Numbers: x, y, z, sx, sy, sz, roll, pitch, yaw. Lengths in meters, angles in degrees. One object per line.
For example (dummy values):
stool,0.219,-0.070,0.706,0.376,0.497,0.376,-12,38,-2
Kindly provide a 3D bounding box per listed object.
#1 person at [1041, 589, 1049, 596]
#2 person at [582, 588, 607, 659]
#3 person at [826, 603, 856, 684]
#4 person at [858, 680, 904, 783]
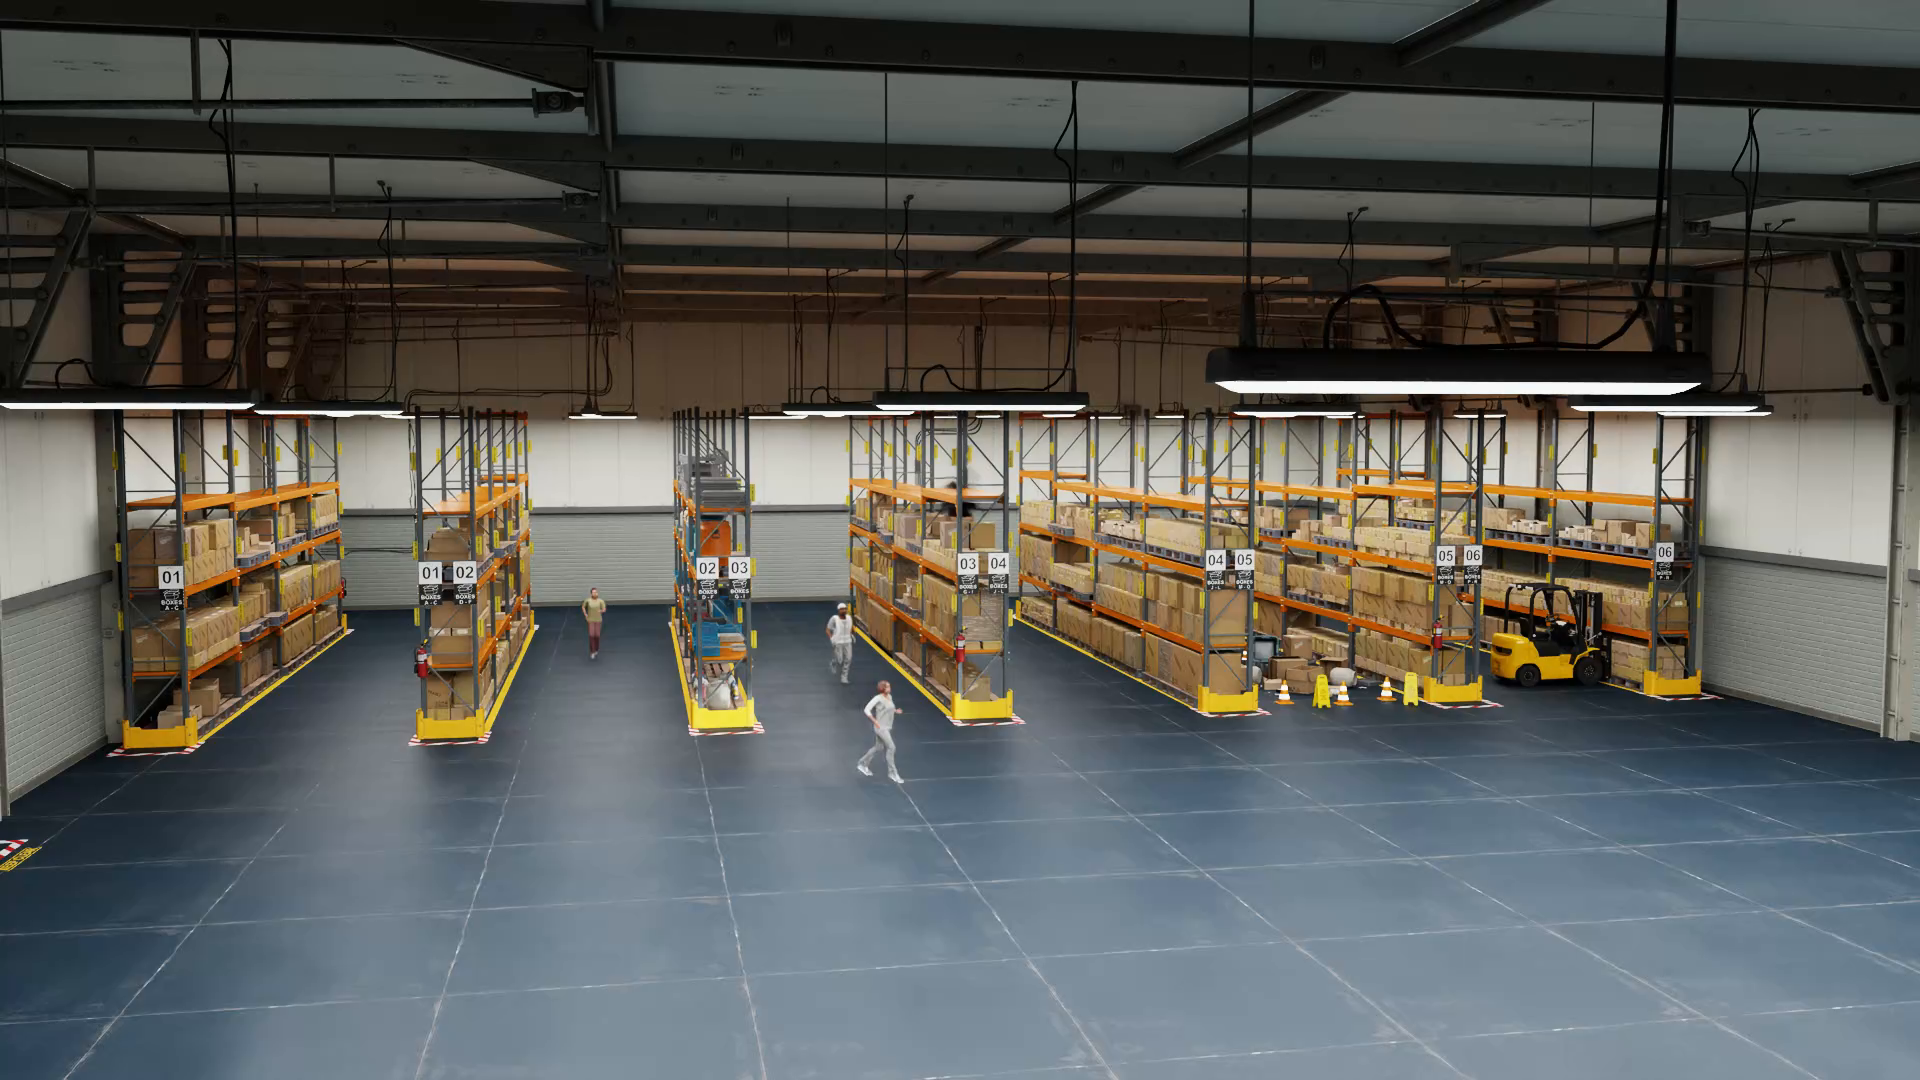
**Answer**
person,2.630,1.333,49.920,0.731,1.685,0.598,2,5,31
person,-8.887,2.019,40.459,0.567,1.725,0.669,-1,4,-18
person,-2.598,2.254,36.513,0.681,1.746,0.726,-2,4,-25
person,-1.258,3.036,26.533,0.792,1.629,0.519,1,4,17
